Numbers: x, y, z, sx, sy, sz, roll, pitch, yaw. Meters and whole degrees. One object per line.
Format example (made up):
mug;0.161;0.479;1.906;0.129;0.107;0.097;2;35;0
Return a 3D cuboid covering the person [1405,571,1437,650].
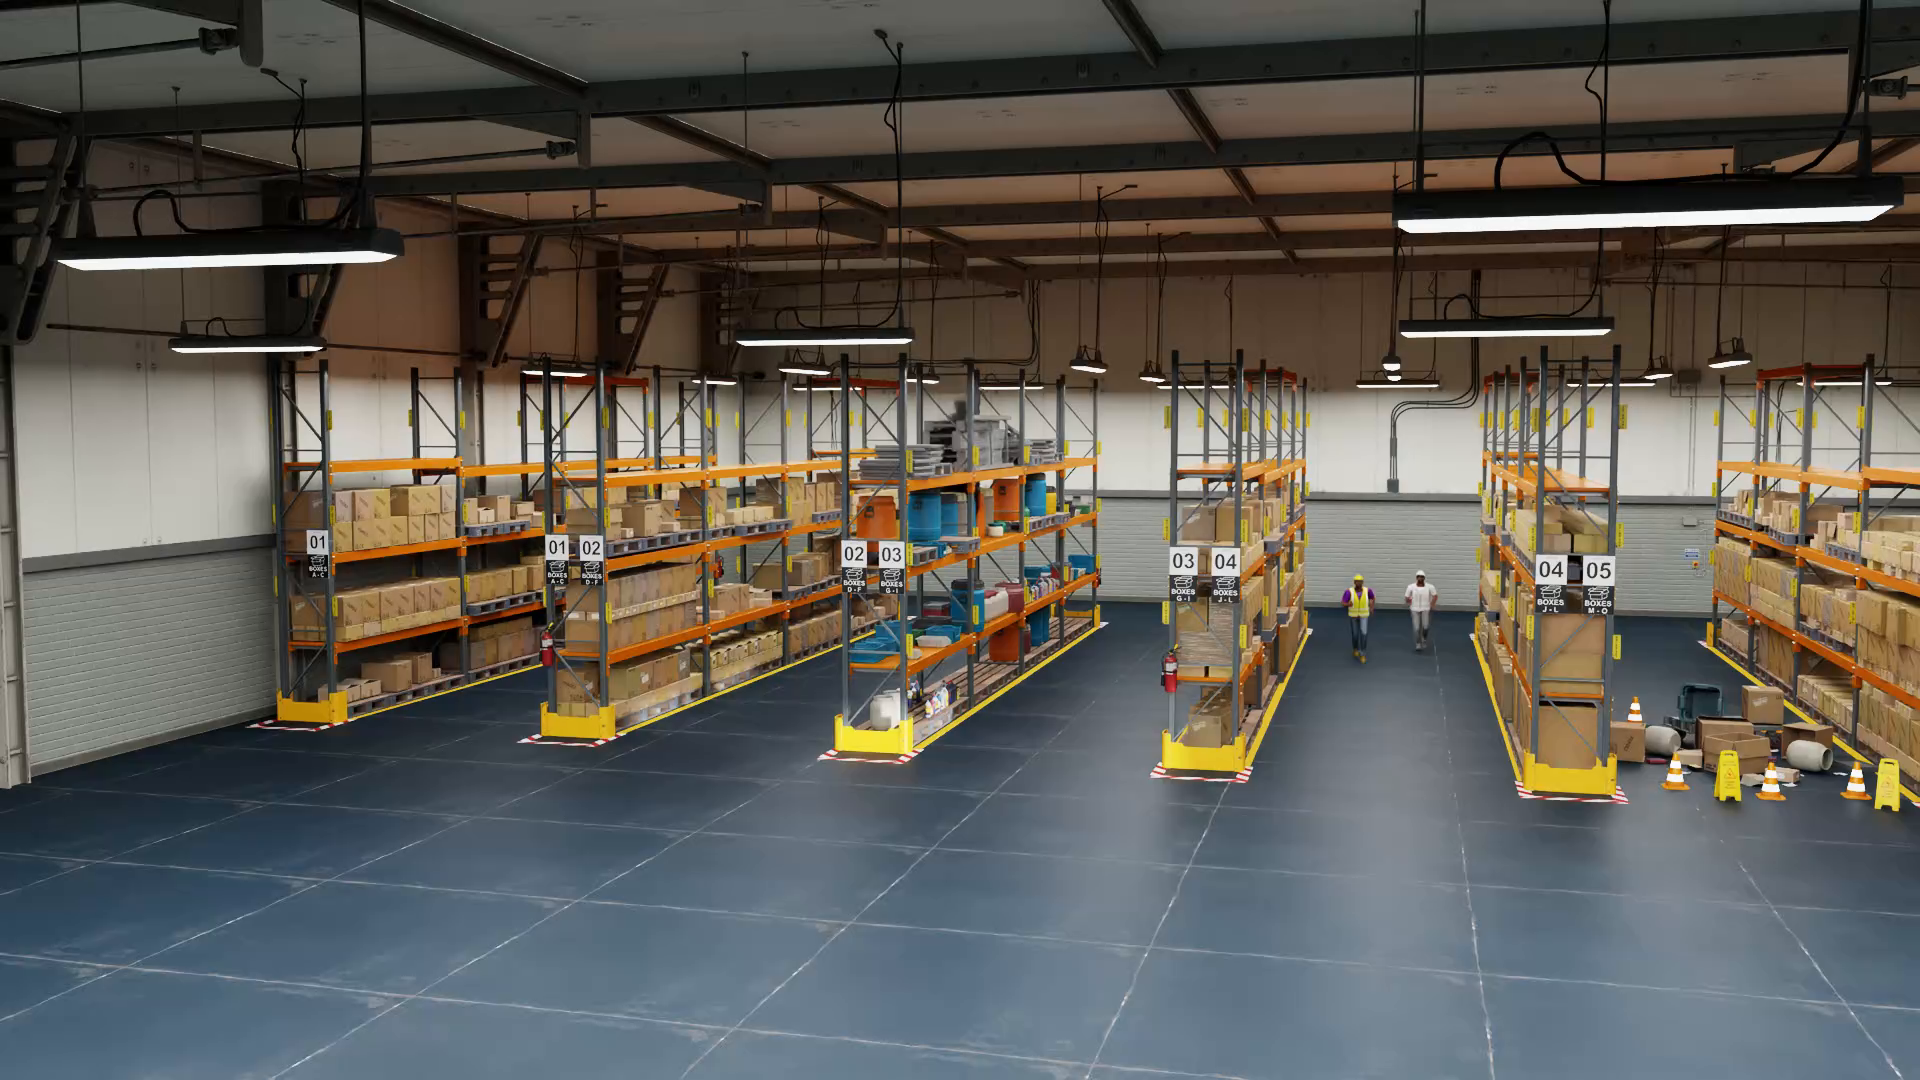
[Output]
person;9.997;1.531;36.087;0.685;1.724;0.599;1;4;17

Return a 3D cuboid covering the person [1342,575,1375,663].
person;8.295;1.629;34.653;0.680;1.827;0.807;1;4;12
